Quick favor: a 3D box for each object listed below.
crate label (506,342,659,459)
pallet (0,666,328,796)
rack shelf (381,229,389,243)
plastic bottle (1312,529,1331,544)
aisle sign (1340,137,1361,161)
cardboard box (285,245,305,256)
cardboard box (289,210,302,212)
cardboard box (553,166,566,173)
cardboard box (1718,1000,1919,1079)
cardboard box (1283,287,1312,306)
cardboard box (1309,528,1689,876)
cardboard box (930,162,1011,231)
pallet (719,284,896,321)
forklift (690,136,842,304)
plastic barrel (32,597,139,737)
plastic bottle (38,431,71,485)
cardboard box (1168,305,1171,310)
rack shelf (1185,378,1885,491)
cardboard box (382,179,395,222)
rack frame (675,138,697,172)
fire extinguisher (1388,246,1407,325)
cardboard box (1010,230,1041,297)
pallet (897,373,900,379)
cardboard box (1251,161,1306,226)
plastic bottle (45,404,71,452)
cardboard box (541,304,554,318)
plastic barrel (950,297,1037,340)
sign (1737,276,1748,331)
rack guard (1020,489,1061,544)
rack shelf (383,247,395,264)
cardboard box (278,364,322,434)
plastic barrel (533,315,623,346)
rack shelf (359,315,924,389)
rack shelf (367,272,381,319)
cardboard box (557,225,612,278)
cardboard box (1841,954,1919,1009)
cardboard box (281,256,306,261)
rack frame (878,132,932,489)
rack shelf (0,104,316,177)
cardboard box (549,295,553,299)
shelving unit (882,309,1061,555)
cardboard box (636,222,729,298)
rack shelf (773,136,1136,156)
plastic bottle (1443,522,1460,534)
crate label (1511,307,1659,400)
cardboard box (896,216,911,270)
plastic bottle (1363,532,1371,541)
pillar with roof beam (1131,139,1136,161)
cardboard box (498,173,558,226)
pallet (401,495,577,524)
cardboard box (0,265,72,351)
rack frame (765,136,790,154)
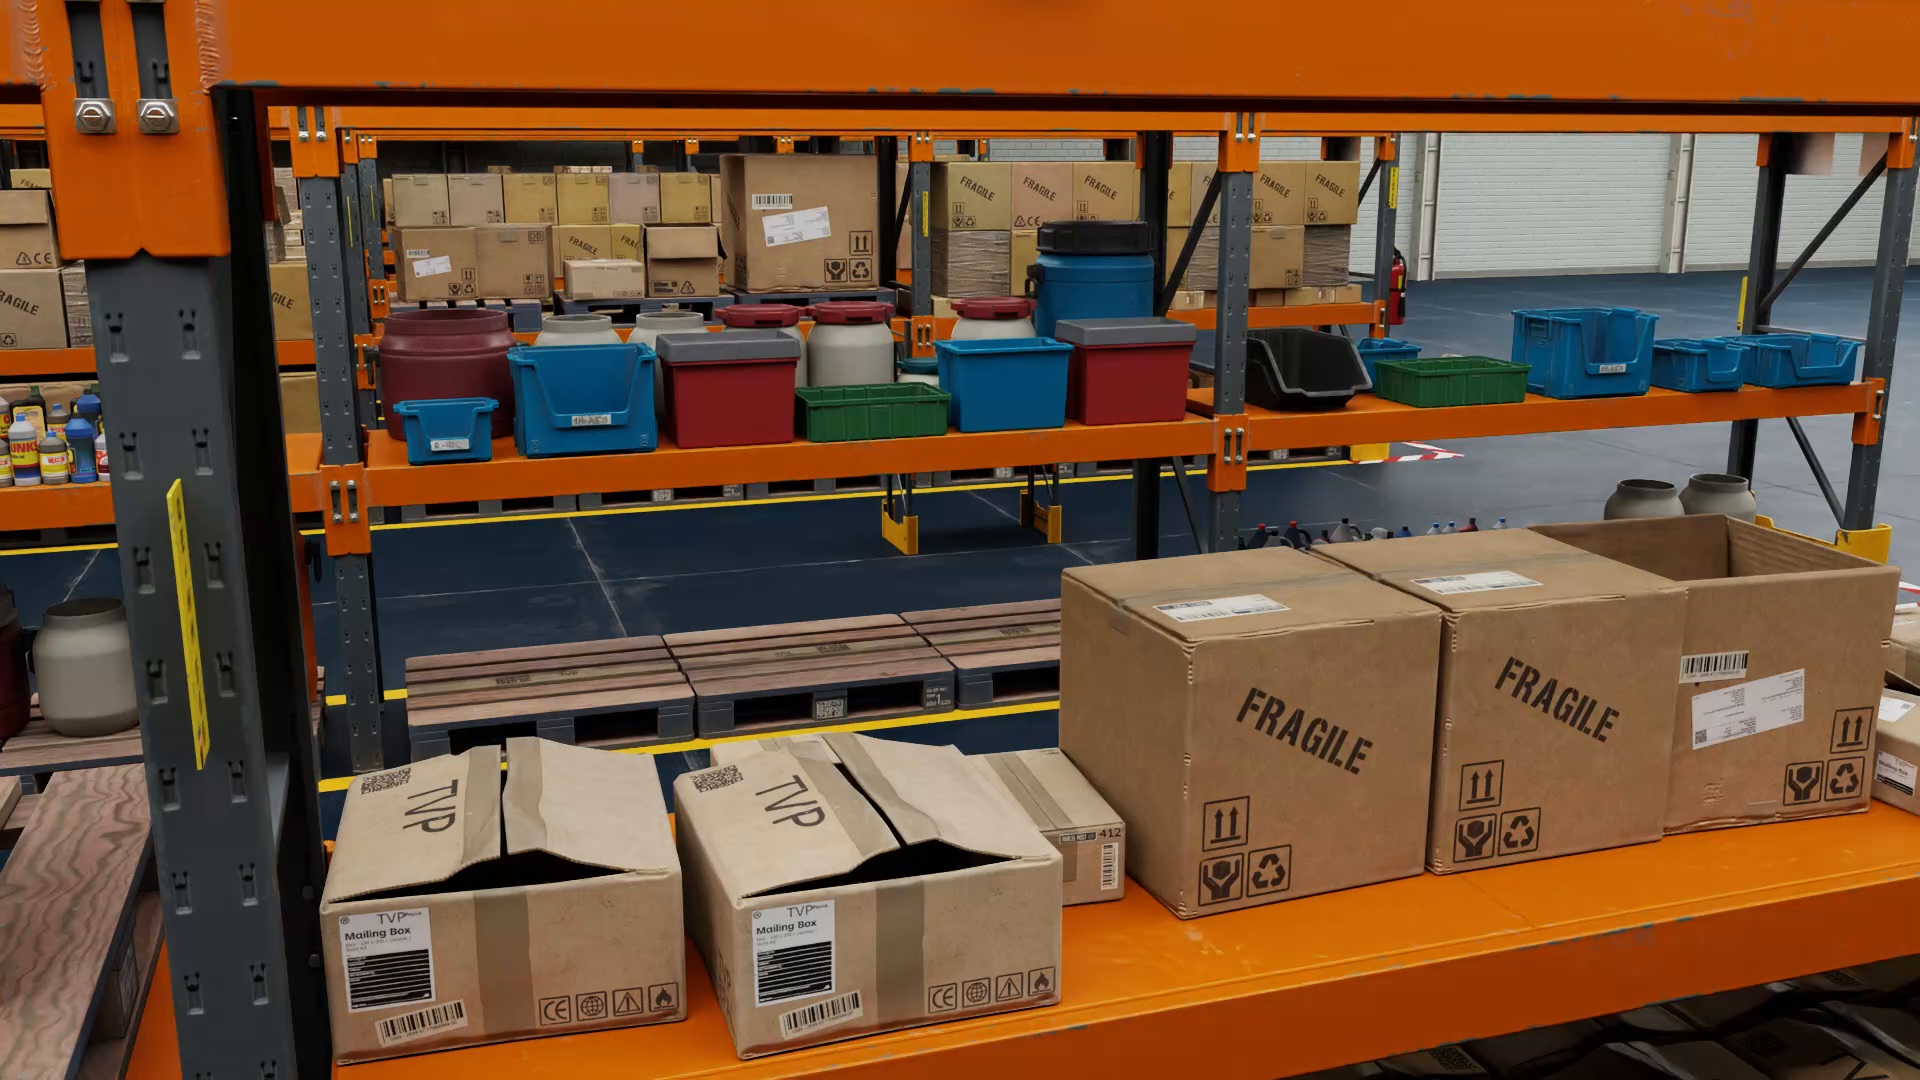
[{"bbox_3d":[-1.620,-0.614,7.166,0.616,0.435,0.502,-4,14,-18],"label":"crate label"},{"bbox_3d":[-3.382,0.841,7.150,1.213,0.211,1.003,-4,14,-18],"label":"pallet"},{"bbox_3d":[-7.079,-4.729,26.095,4.000,0.370,1.077,-4,14,-18],"label":"rack shelf"},{"bbox_3d":[1.985,0.083,9.229,0.133,0.283,0.061,-3,14,-14],"label":"plastic bottle"},{"bbox_3d":[3.318,-3.595,14.155,0.004,0.787,0.394,-4,14,-18],"label":"aisle sign"},{"bbox_3d":[-6.271,-2.691,15.611,0.250,0.149,0.380,-4,14,-18],"label":"cardboard box"},{"bbox_3d":[-6.467,-3.124,16.143,0.250,0.149,0.380,-5,14,-20],"label":"cardboard box"},{"bbox_3d":[-5.152,-4.791,21.635,0.250,0.149,0.380,-4,14,-15],"label":"cardboard box"},{"bbox_3d":[1.936,1.202,3.431,0.500,0.311,0.500,-4,14,-16],"label":"cardboard box"},{"bbox_3d":[2.693,-2.023,13.708,0.250,0.149,0.380,-4,14,-18],"label":"cardboard box"},{"bbox_3d":[1.012,0.289,3.230,0.500,0.500,0.500,-4,14,-18],"label":"cardboard box"},{"bbox_3d":[0.071,-2.622,12.662,0.500,0.500,0.500,-4,14,-18],"label":"cardboard box"},{"bbox_3d":[-1.207,-1.846,12.838,1.213,0.211,1.003,-4,14,-18],"label":"pallet"},{"bbox_3d":[-1.810,-2.556,15.555,1.130,2.935,3.031,-9,16,-32],"label":"forklift"},{"bbox_3d":[-3.613,0.524,6.925,0.421,0.512,0.421,0,13,0],"label":"plastic barrel"},{"bbox_3d":[-3.506,-0.320,6.434,0.097,0.201,0.097,0,13,0],"label":"plastic bottle"},{"bbox_3d":[1.503,-1.934,13.334,0.250,0.149,0.380,-4,14,-18],"label":"cardboard box"},{"bbox_3d":[3.039,-0.676,9.056,4.000,0.370,1.077,-4,14,-18],"label":"rack shelf"},{"bbox_3d":[-6.888,-4.223,20.647,0.500,0.500,0.500,-5,14,-20],"label":"cardboard box"},{"bbox_3d":[-3.597,-4.138,22.056,0.127,3.000,1.000,-4,14,-18],"label":"rack frame"},{"bbox_3d":[3.610,-2.129,13.779,0.183,0.674,0.296,-4,14,-18],"label":"fire extinguisher"},{"bbox_3d":[0.495,-2.206,13.078,0.500,0.500,0.875,-4,14,-18],"label":"cardboard box"},{"bbox_3d":[-1.177,-1.742,18.010,1.213,0.211,1.003,-4,14,-18],"label":"pallet"},{"bbox_3d":[2.440,-2.806,13.439,0.500,0.500,0.500,-4,14,-18],"label":"cardboard box"},{"bbox_3d":[-3.845,-0.479,7.102,0.097,0.201,0.097,0,13,0],"label":"plastic bottle"},{"bbox_3d":[-4.280,-1.965,16.874,0.750,0.750,1.050,-4,14,-17],"label":"cardboard box"},{"bbox_3d":[0.166,-0.922,8.241,0.433,0.535,0.433,0,13,0],"label":"plastic barrel"},{"bbox_3d":[4.763,-1.429,10.070,0.005,0.325,0.100,-4,14,-18],"label":"sign"},{"bbox_3d":[0.544,-0.164,11.292,0.087,0.250,0.587,-4,14,-18],"label":"rack guard"},{"bbox_3d":[-5.493,-3.640,21.519,4.000,0.370,1.077,-4,14,-18],"label":"rack shelf"},{"bbox_3d":[-4.888,-0.793,11.680,0.875,0.875,1.225,-5,14,-21],"label":"cardboard box"},{"bbox_3d":[-1.741,-0.760,7.614,0.421,0.512,0.421,0,13,0],"label":"plastic barrel"},{"bbox_3d":[-2.332,-1.467,12.381,4.000,0.370,1.077,-4,14,-18],"label":"rack shelf"},{"bbox_3d":[-7.609,-2.267,15.745,4.000,0.370,1.077,-4,14,-18],"label":"rack shelf"},{"bbox_3d":[-3.770,-2.898,16.630,0.500,0.500,0.500,-5,14,-19],"label":"cardboard box"},{"bbox_3d":[2.248,1.045,4.090,0.500,0.311,0.500,-4,14,-18],"label":"cardboard box"},{"bbox_3d":[-4.775,-1.742,11.766,0.500,0.500,0.500,-4,14,-16],"label":"cardboard box"},{"bbox_3d":[-0.437,-1.964,12.919,0.127,3.000,1.000,-4,14,-18],"label":"rack frame"},{"bbox_3d":[-4.544,-1.544,6.226,4.000,0.370,1.077,-4,14,-18],"label":"rack shelf"},{"bbox_3d":[-6.413,-4.179,26.452,0.625,0.625,0.875,-5,14,-19],"label":"cardboard box"},{"bbox_3d":[0.072,-0.735,10.993,1.083,1.500,0.587,-4,14,-18],"label":"shelving unit"},{"bbox_3d":[-2.050,-2.071,12.235,0.637,0.503,0.797,-3,14,-12],"label":"cardboard box"},{"bbox_3d":[-0.027,-4.316,17.880,4.000,0.370,1.077,-4,14,-18],"label":"rack shelf"},{"bbox_3d":[2.792,0.031,9.476,0.097,0.271,0.097,0,13,0],"label":"plastic bottle"},{"bbox_3d":[3.276,-0.995,8.768,0.616,0.435,0.502,-4,14,-18],"label":"crate label"},{"bbox_3d":[-0.513,-3.222,17.882,0.550,0.550,0.875,-4,14,-18],"label":"cardboard box"},{"bbox_3d":[2.207,0.101,9.154,0.133,0.283,0.061,-4,14,-18],"label":"plastic bottle"},{"bbox_3d":[4.720,-8.085,25.686,0.400,9.000,9.100,-4,14,-18],"label":"pillar with roof beam"},{"bbox_3d":[-4.321,-3.406,16.605,0.500,0.500,0.700,-5,14,-19],"label":"cardboard box"},{"bbox_3d":[-3.487,-0.370,12.241,1.213,0.211,1.003,-4,14,-18],"label":"pallet"},{"bbox_3d":[-6.064,-1.515,10.814,0.500,0.500,0.500,-4,14,-17],"label":"cardboard box"},{"bbox_3d":[-1.923,-3.060,17.523,0.127,3.000,1.000,-4,14,-18],"label":"rack frame"}]
